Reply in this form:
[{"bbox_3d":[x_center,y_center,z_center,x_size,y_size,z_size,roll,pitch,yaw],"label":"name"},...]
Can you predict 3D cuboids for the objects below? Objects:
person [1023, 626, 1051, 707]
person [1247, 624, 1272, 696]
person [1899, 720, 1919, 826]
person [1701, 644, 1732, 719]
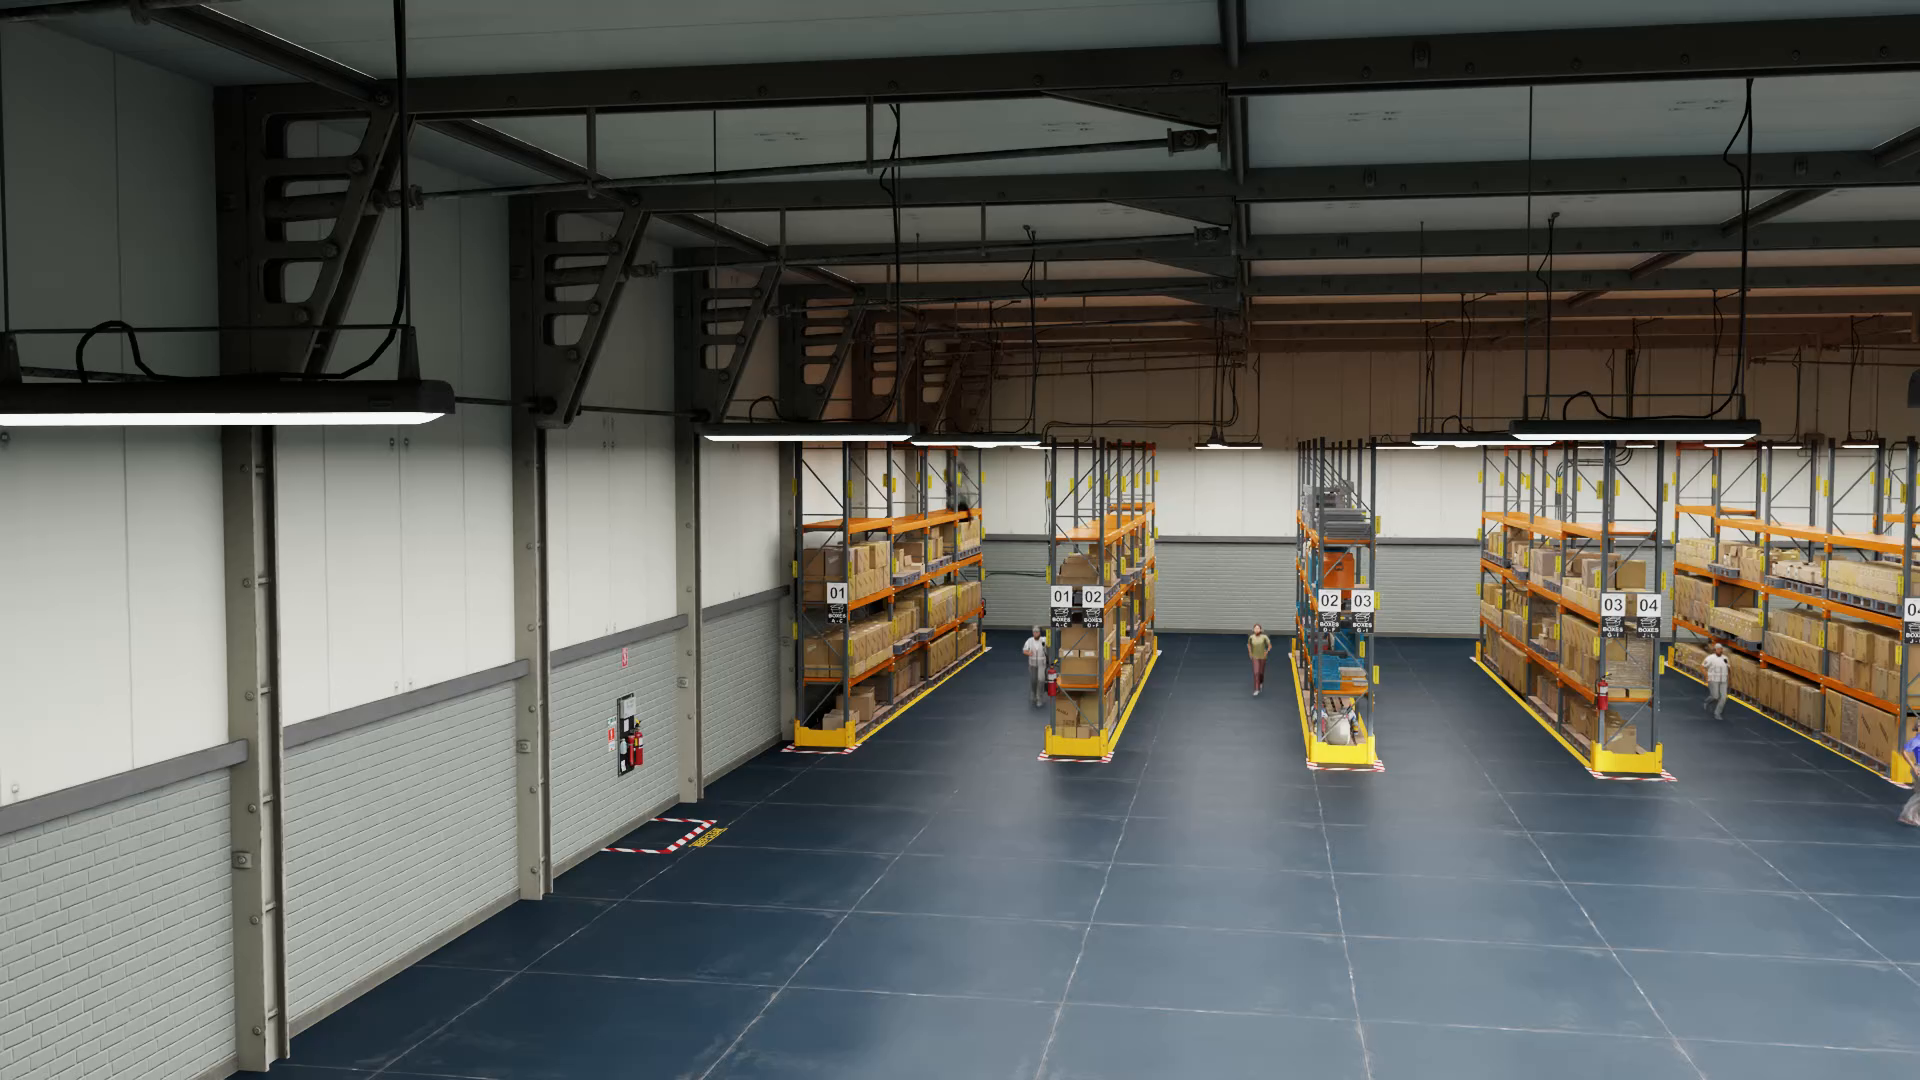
[{"bbox_3d":[1.775,2.841,37.768,0.671,1.821,0.963,1,3,10],"label":"person"},{"bbox_3d":[7.087,2.815,39.385,0.577,1.674,0.784,1,3,14],"label":"person"},{"bbox_3d":[14.679,3.554,25.319,0.646,1.626,0.550,2,4,37],"label":"person"},{"bbox_3d":[16.255,3.029,35.678,0.621,1.617,0.554,0,3,3],"label":"person"}]
